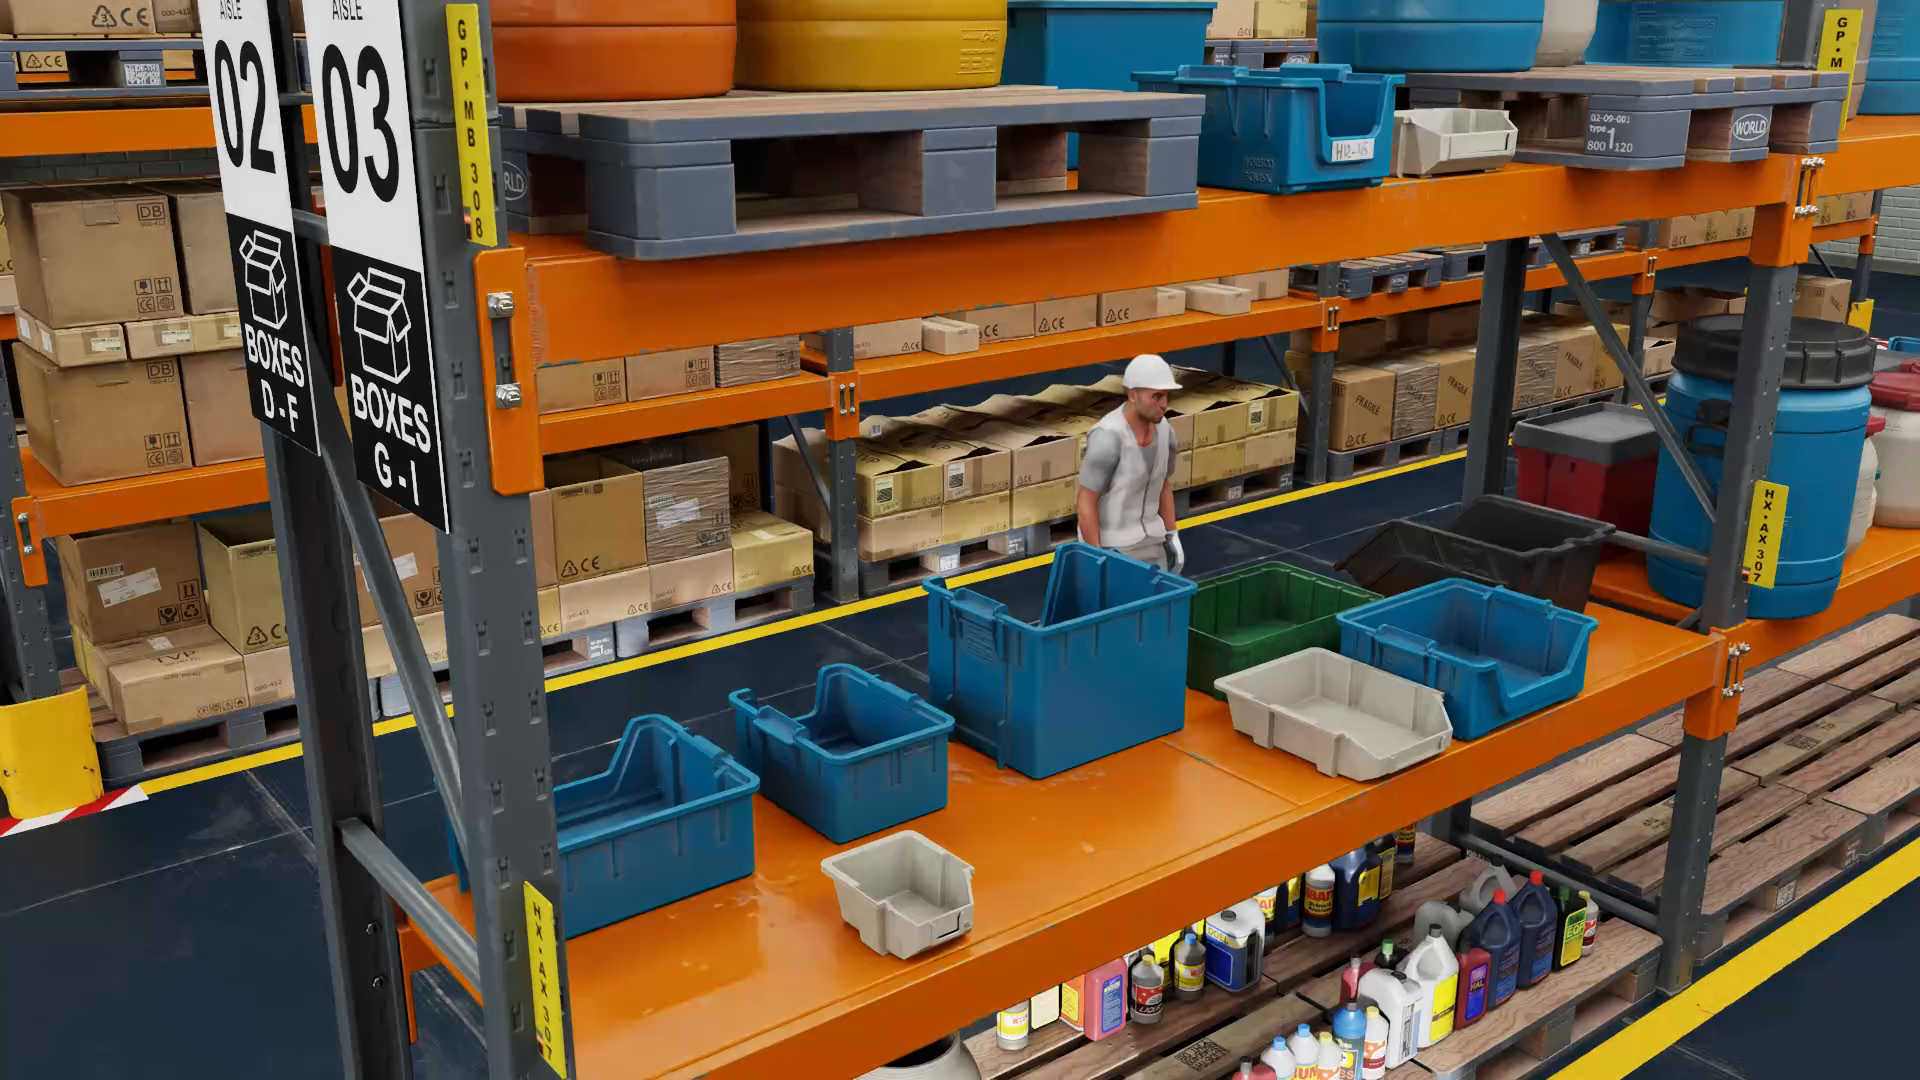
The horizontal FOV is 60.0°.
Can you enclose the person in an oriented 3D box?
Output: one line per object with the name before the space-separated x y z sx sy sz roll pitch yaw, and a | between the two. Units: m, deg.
person | 0.756 0.056 7.347 0.566 1.781 0.438 -14 22 -38
